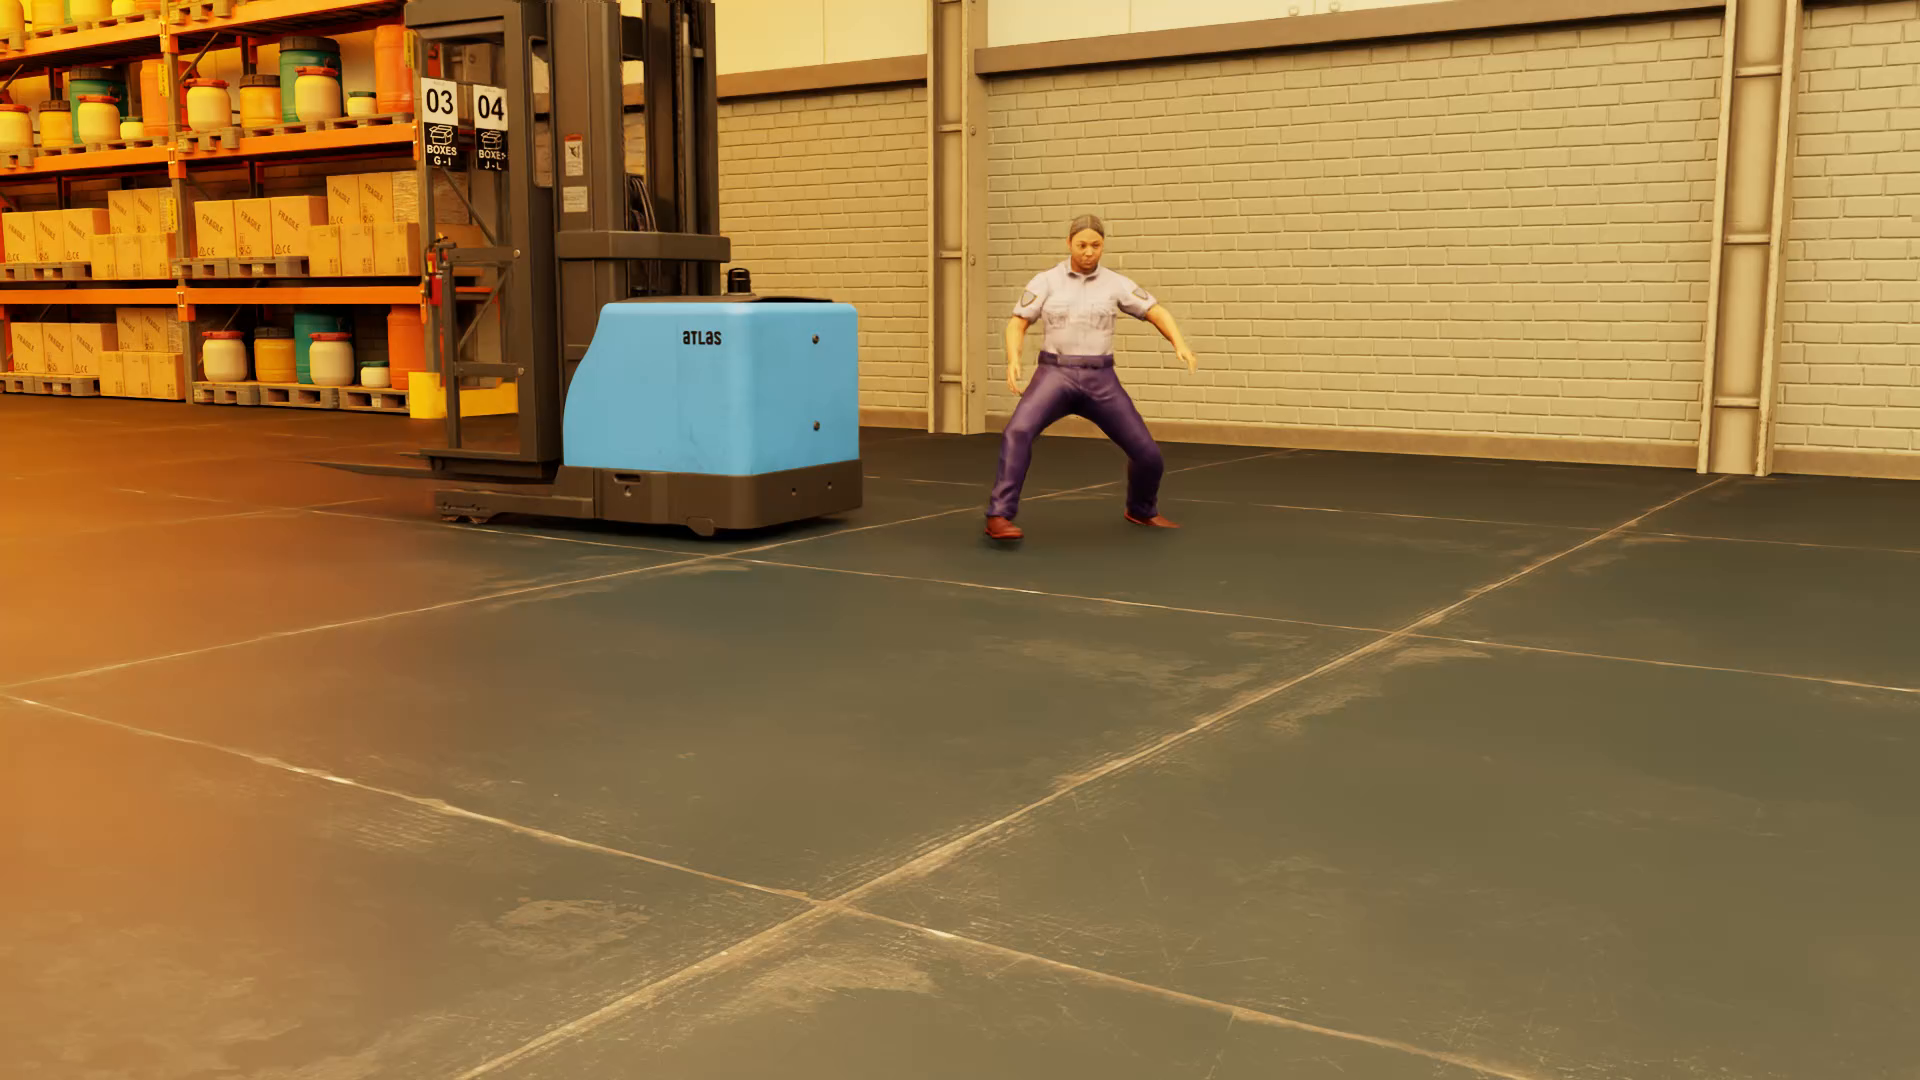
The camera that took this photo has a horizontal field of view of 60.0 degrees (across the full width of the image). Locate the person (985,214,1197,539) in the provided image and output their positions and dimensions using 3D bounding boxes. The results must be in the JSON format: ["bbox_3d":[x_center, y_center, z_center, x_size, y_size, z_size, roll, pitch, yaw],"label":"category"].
[{"bbox_3d":[0.593,-0.735,7.681,0.966,1.518,0.869,0,8,-1],"label":"person"}]

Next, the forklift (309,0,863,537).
[{"bbox_3d":[-2.025,-1.589,8.366,3.031,2.935,1.130,4,9,28],"label":"forklift"}]
